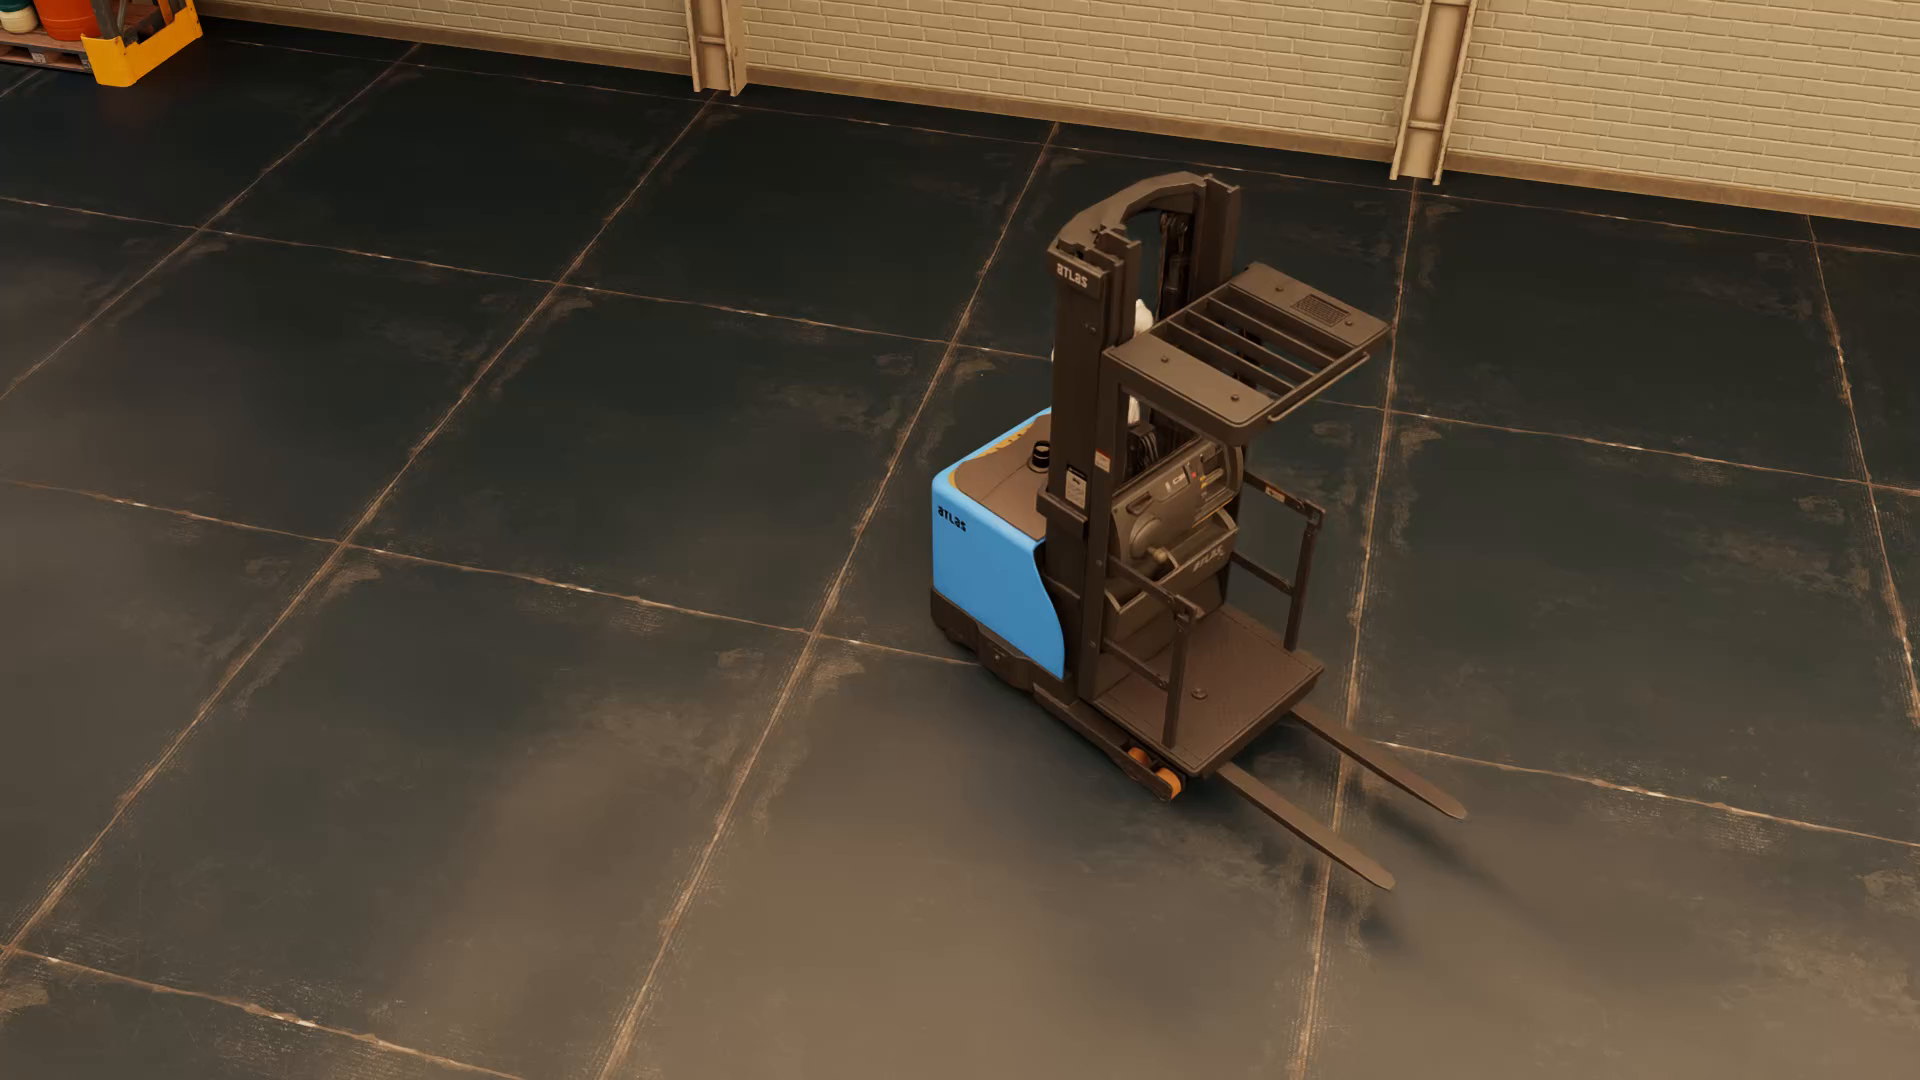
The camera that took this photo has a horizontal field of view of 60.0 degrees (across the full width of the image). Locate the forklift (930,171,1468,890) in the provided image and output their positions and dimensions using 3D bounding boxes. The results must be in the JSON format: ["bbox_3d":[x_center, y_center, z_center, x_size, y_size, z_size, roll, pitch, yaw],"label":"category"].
[{"bbox_3d":[1.218,-0.150,8.033,1.130,2.935,3.031,-33,51,-32],"label":"forklift"}]

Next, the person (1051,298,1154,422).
[{"bbox_3d":[0.852,-0.942,9.835,0.864,1.747,0.437,25,47,26],"label":"person"}]
